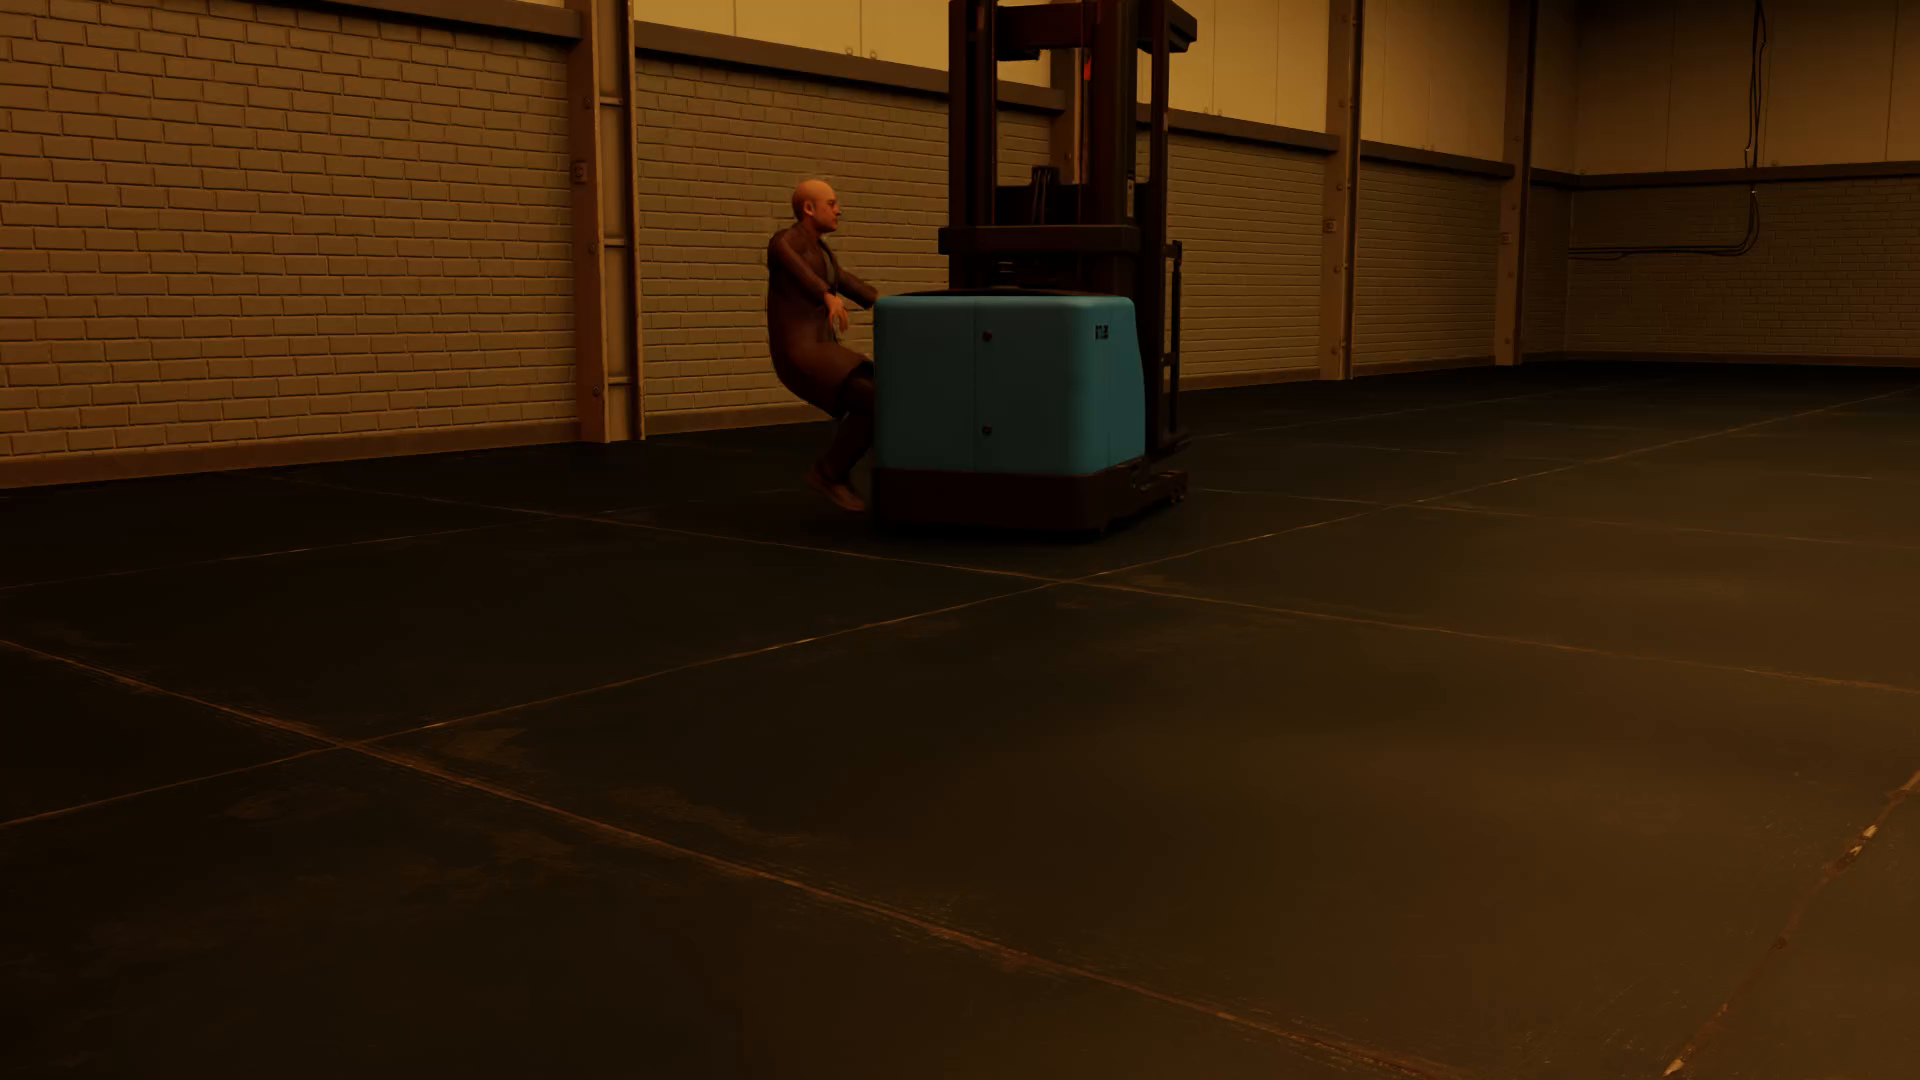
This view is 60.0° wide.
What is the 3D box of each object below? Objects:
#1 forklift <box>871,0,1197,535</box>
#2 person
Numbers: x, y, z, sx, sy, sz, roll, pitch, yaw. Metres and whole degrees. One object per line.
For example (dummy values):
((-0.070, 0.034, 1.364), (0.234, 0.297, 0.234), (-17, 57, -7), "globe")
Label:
((0.575, -1.648, 8.541), (1.130, 2.935, 3.031), (3, 9, 20), "forklift")
((-0.460, -0.873, 7.815), (0.854, 1.612, 1.125), (2, 9, 12), "person")
